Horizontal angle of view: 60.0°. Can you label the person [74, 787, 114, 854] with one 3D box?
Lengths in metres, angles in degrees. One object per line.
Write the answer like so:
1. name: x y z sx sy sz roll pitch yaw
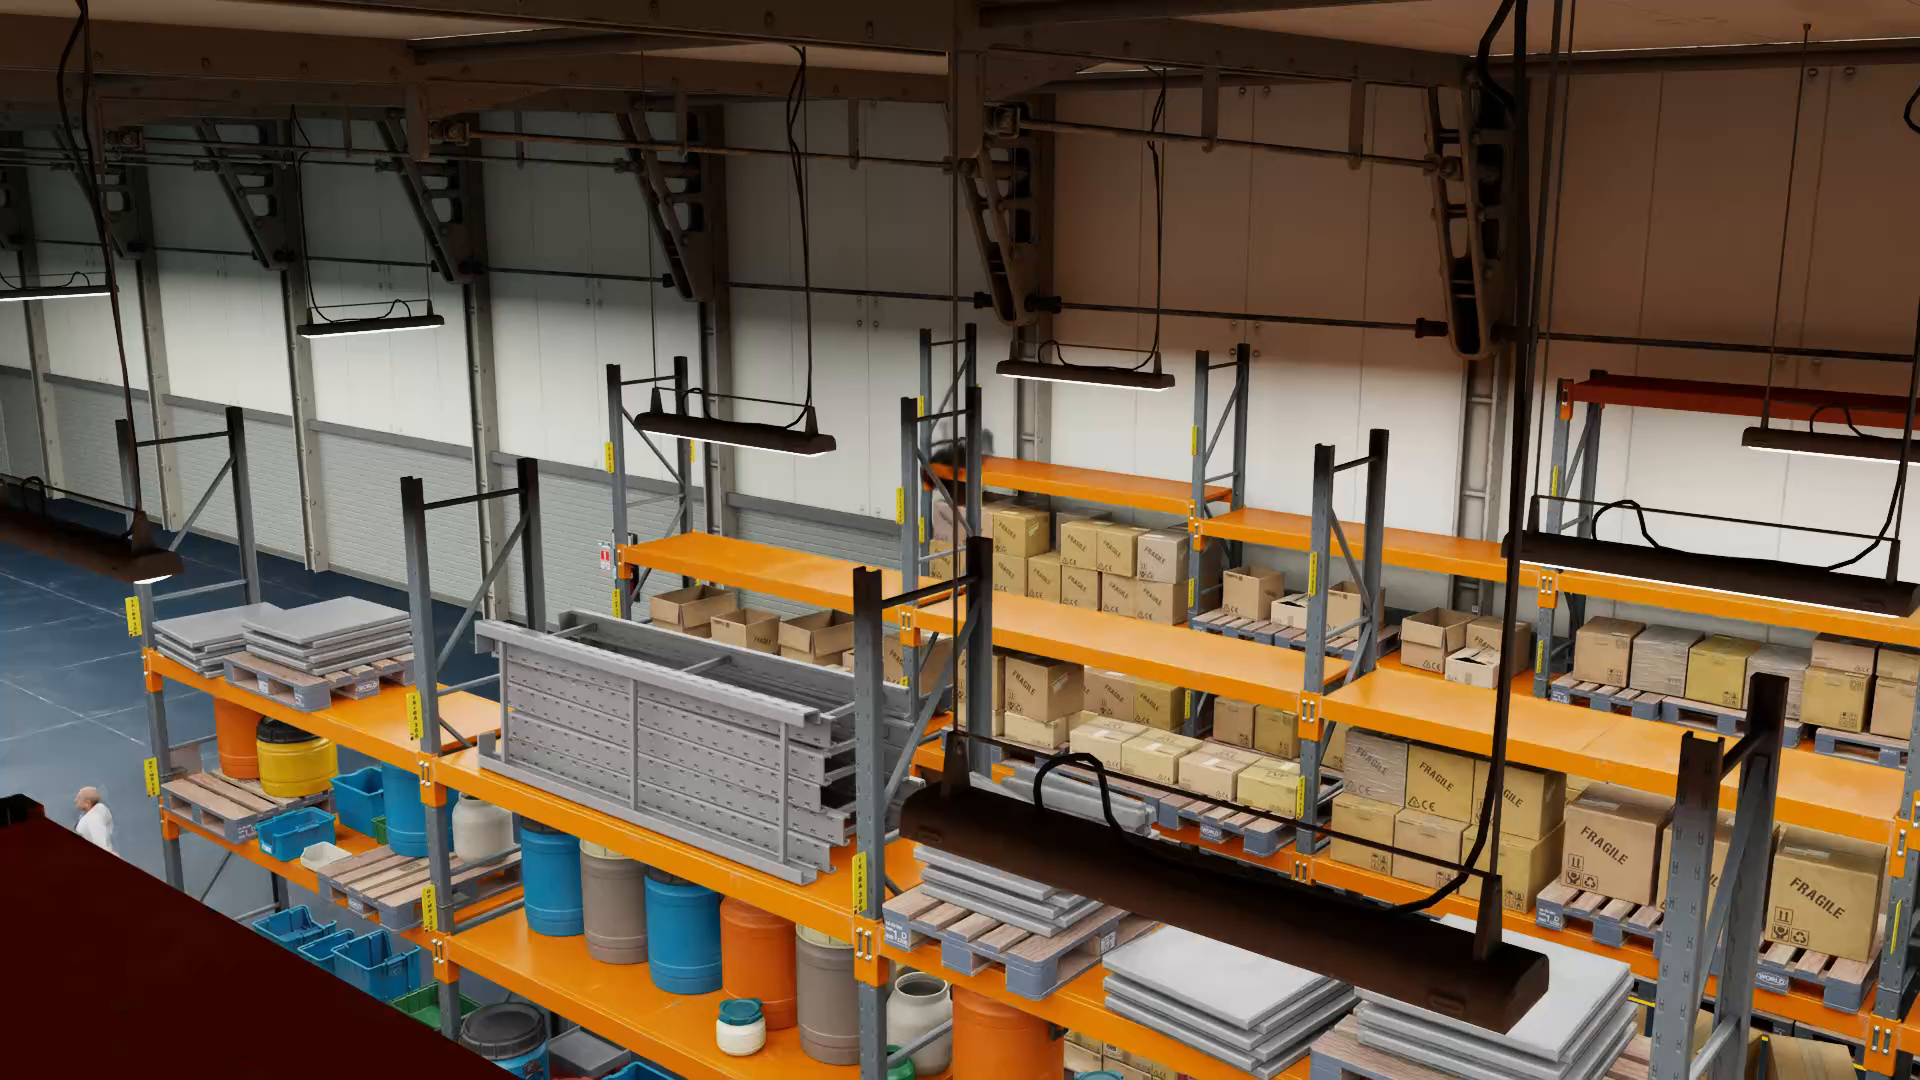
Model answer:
1. person: -8.924 3.393 17.303 0.634 1.749 0.730 -6 14 -25
